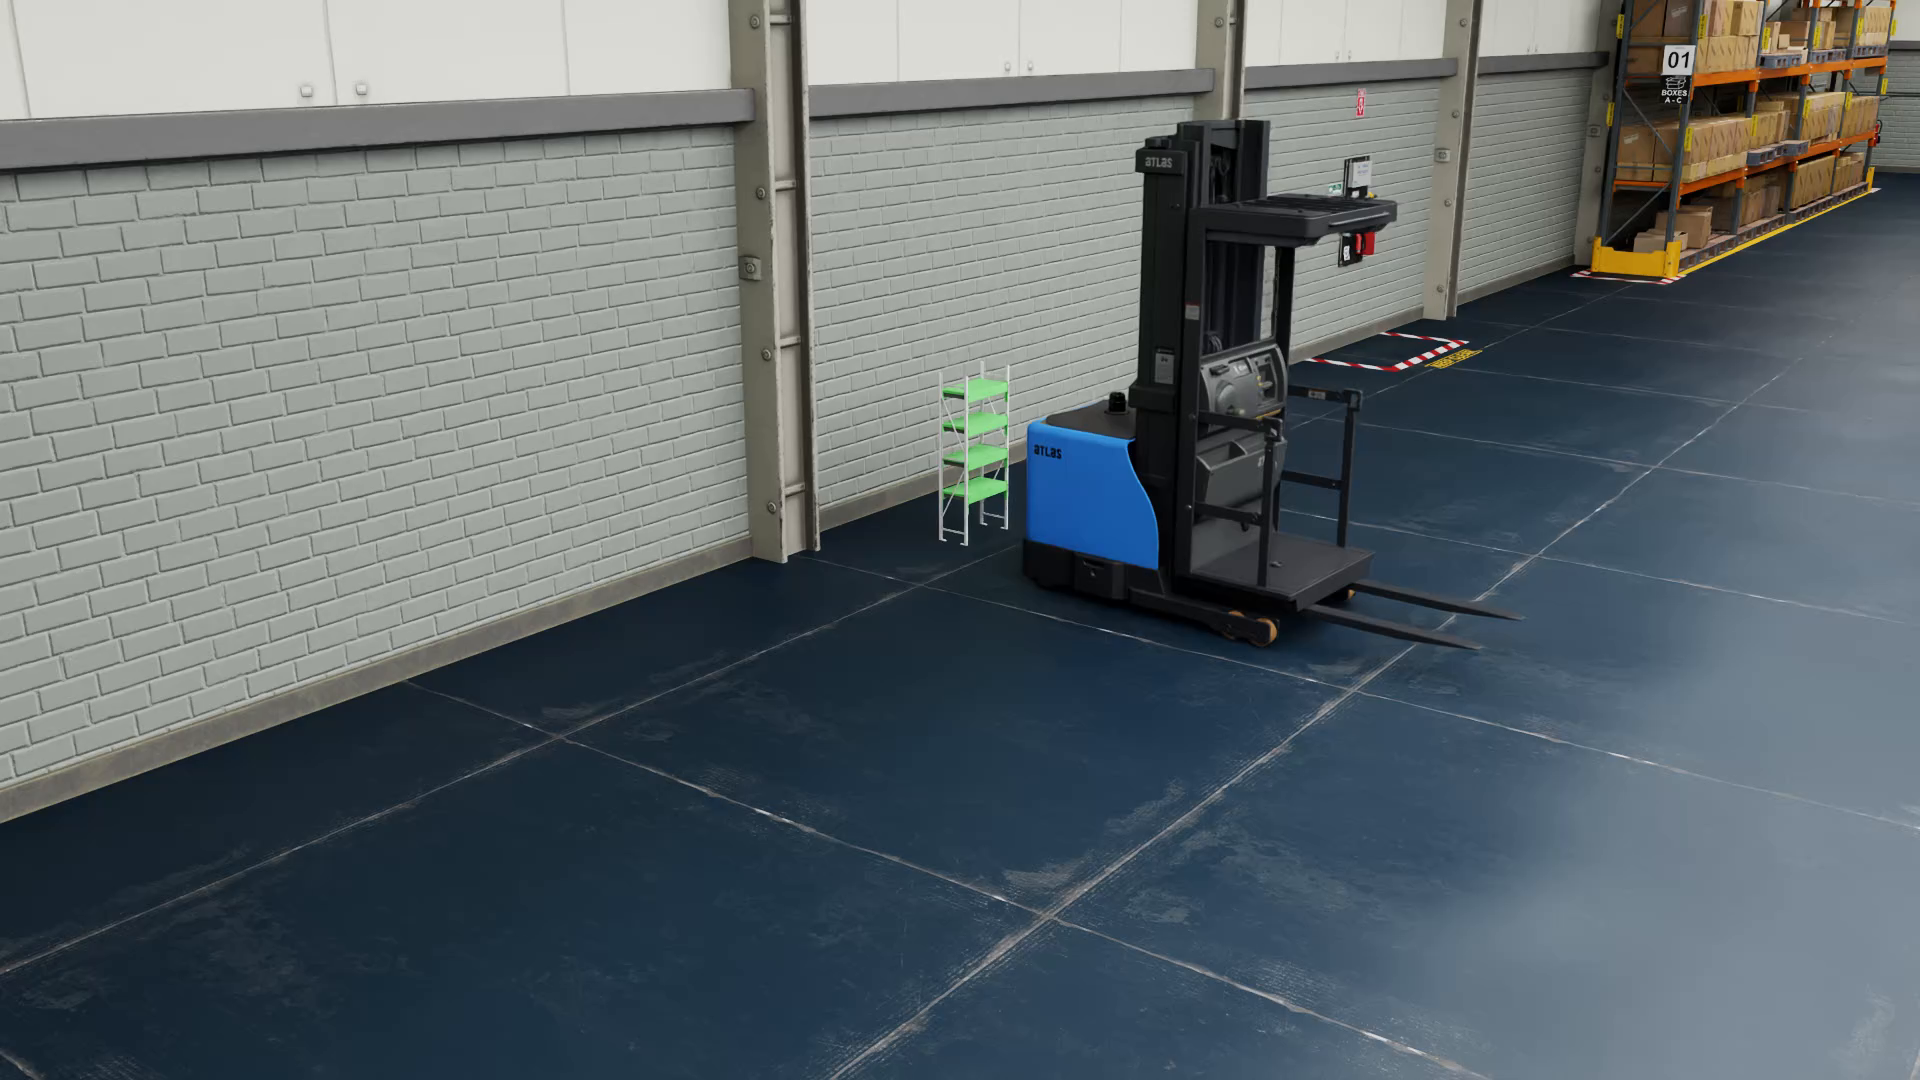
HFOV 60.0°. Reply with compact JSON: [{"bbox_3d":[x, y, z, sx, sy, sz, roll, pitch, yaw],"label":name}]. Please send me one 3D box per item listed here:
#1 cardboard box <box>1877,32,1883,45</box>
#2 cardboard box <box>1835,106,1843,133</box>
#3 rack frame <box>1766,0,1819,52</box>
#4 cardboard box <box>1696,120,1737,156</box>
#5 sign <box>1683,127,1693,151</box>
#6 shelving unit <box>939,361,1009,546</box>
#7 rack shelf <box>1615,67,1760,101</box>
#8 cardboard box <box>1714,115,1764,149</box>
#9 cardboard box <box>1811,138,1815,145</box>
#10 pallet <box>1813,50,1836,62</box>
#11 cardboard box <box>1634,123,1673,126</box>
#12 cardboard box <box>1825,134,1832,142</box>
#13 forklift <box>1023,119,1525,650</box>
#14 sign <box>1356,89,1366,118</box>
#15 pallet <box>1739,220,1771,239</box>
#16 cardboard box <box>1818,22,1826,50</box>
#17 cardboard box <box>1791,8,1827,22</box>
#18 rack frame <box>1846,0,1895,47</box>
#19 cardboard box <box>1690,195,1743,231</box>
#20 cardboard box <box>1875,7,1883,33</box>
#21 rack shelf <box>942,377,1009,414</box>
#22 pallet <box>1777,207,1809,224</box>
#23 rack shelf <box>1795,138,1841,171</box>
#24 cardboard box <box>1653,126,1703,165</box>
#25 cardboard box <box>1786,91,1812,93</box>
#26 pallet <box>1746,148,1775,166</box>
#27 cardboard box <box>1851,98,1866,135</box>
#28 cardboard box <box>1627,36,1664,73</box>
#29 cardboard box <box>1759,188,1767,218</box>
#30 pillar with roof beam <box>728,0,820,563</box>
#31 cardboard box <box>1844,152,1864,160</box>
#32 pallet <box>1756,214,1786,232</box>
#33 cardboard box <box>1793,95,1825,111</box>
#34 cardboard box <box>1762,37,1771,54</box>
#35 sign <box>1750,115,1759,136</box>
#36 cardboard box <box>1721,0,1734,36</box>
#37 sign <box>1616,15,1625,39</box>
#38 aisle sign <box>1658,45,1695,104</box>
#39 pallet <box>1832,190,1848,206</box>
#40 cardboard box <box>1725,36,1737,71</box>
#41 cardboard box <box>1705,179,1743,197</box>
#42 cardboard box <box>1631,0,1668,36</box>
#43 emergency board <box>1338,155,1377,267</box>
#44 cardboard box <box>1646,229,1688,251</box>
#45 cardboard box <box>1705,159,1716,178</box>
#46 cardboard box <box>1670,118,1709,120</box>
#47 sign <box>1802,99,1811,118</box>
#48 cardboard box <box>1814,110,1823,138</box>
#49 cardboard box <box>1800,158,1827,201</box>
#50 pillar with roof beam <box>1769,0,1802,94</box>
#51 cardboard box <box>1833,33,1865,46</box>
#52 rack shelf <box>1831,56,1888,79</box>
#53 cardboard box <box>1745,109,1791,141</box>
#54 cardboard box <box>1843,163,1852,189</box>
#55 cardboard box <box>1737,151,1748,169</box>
[{"bbox_3d":[18.798,-10.390,34.463,0.500,0.250,0.500,11,21,33],"label":"cardboard box"},{"bbox_3d":[16.874,-8.219,32.448,0.500,0.500,0.500,12,21,34],"label":"cardboard box"},{"bbox_3d":[14.563,-10.086,29.049,1.000,3.000,0.127,12,21,35],"label":"rack frame"},{"bbox_3d":[11.545,-6.159,25.474,0.500,0.500,0.500,12,21,33],"label":"cardboard box"},{"bbox_3d":[10.233,-5.633,23.366,0.100,0.325,0.005,12,21,35],"label":"sign"},{"bbox_3d":[0.099,-0.612,11.693,0.258,1.200,0.503,12,21,35],"label":"shelving unit"},{"bbox_3d":[10.988,-6.881,24.999,1.077,0.370,4.000,12,21,35],"label":"rack shelf"},{"bbox_3d":[12.849,-6.773,27.587,0.700,0.500,0.500,15,23,40],"label":"cardboard box"},{"bbox_3d":[15.851,-7.515,31.277,0.380,0.149,0.250,13,21,35],"label":"cardboard box"},{"bbox_3d":[15.568,-8.993,30.906,1.003,0.211,1.213,14,22,37],"label":"pallet"},{"bbox_3d":[10.215,-5.880,24.574,0.500,0.500,0.500,13,21,35],"label":"cardboard box"},{"bbox_3d":[16.540,-7.741,32.005,0.380,0.149,0.250,12,21,35],"label":"cardboard box"},{"bbox_3d":[1.869,-0.952,9.868,3.031,2.935,1.130,14,22,37],"label":"forklift"},{"bbox_3d":[4.356,-4.747,18.064,0.001,0.298,0.199,12,21,35],"label":"sign"},{"bbox_3d":[13.369,-5.414,28.822,1.003,0.211,1.213,12,21,35],"label":"pallet"},{"bbox_3d":[15.704,-9.422,31.058,0.700,0.500,0.500,12,21,35],"label":"cardboard box"},{"bbox_3d":[16.000,-9.902,31.339,0.500,0.250,0.500,12,21,33],"label":"cardboard box"},{"bbox_3d":[19.330,-11.991,35.185,1.000,3.000,0.127,12,21,35],"label":"rack frame"},{"bbox_3d":[12.605,-5.463,27.751,0.700,0.500,0.500,13,22,37],"label":"cardboard box"},{"bbox_3d":[18.502,-10.628,33.965,0.500,0.500,0.500,11,21,32],"label":"cardboard box"},{"bbox_3d":[0.099,-1.010,11.569,0.258,0.148,0.480,12,21,35],"label":"rack shelf"},{"bbox_3d":[15.094,-6.064,30.914,1.003,0.211,1.213,12,21,35],"label":"pallet"},{"bbox_3d":[15.755,-7.354,31.580,1.077,0.370,4.000,12,21,35],"label":"rack shelf"},{"bbox_3d":[10.323,-5.672,23.906,0.500,0.500,0.500,12,21,35],"label":"cardboard box"},{"bbox_3d":[16.463,-8.668,32.629,0.500,0.250,0.500,13,22,36],"label":"cardboard box"},{"bbox_3d":[12.752,-6.333,27.403,1.003,0.211,1.213,12,21,35],"label":"pallet"},{"bbox_3d":[18.148,-8.791,34.490,0.980,0.700,0.700,11,20,32],"label":"cardboard box"},{"bbox_3d":[9.842,-6.950,23.805,0.500,0.500,0.500,14,22,39],"label":"cardboard box"},{"bbox_3d":[13.776,-5.955,29.334,0.700,0.500,0.500,12,21,35],"label":"cardboard box"},{"bbox_3d":[2.251,-3.452,7.687,9.100,9.000,0.400,12,21,35],"label":"pillar with roof beam"},{"bbox_3d":[19.063,-8.196,35.491,0.380,0.149,0.250,12,21,34],"label":"cardboard box"},{"bbox_3d":[14.097,-5.703,29.754,1.003,0.211,1.213,12,21,35],"label":"pallet"},{"bbox_3d":[15.655,-8.089,30.766,0.500,0.250,0.500,13,21,35],"label":"cardboard box"},{"bbox_3d":[12.937,-8.122,27.223,0.500,0.311,0.500,13,22,36],"label":"cardboard box"},{"bbox_3d":[12.620,-6.588,26.440,0.100,0.325,0.005,12,21,35],"label":"sign"},{"bbox_3d":[10.857,-7.566,24.105,0.500,0.500,0.500,13,22,36],"label":"cardboard box"},{"bbox_3d":[9.363,-7.274,23.558,0.100,0.325,0.005,12,21,35],"label":"sign"},{"bbox_3d":[9.995,-6.487,23.192,0.394,0.787,0.004,12,21,35],"label":"aisle sign"},{"bbox_3d":[17.463,-7.009,33.959,1.003,0.211,1.213,12,21,35],"label":"pallet"},{"bbox_3d":[11.154,-7.218,24.670,0.500,0.500,0.500,14,22,38],"label":"cardboard box"},{"bbox_3d":[12.865,-5.927,27.979,0.500,0.250,0.500,12,21,34],"label":"cardboard box"},{"bbox_3d":[9.844,-7.432,23.672,0.500,0.500,0.500,14,22,37],"label":"cardboard box"},{"bbox_3d":[4.441,-3.624,18.357,0.194,1.169,0.643,12,21,35],"label":"emergency board"},{"bbox_3d":[10.621,-4.526,25.053,0.500,0.311,0.500,15,22,39],"label":"cardboard box"},{"bbox_3d":[10.949,-5.560,24.810,0.500,0.250,0.500,12,21,34],"label":"cardboard box"},{"bbox_3d":[11.421,-6.367,26.143,0.500,0.500,0.500,12,21,34],"label":"cardboard box"},{"bbox_3d":[15.005,-7.643,29.478,0.100,0.325,0.005,12,21,35],"label":"sign"},{"bbox_3d":[15.674,-7.732,30.880,0.500,0.500,0.500,12,21,34],"label":"cardboard box"},{"bbox_3d":[16.137,-6.958,32.008,0.750,0.750,0.750,13,22,36],"label":"cardboard box"},{"bbox_3d":[20.126,-10.598,30.697,9.100,9.000,0.400,12,21,35],"label":"pillar with roof beam"},{"bbox_3d":[17.570,-9.901,32.887,0.500,0.250,0.500,12,21,35],"label":"cardboard box"},{"bbox_3d":[18.138,-9.739,34.203,1.077,0.370,4.000,12,21,35],"label":"rack shelf"},{"bbox_3d":[14.291,-7.365,29.493,0.700,0.500,0.500,10,20,28],"label":"cardboard box"},{"bbox_3d":[18.084,-7.581,34.606,0.700,0.500,0.500,13,21,36],"label":"cardboard box"},{"bbox_3d":[12.141,-6.040,26.355,0.500,0.250,0.500,12,21,35],"label":"cardboard box"}]
